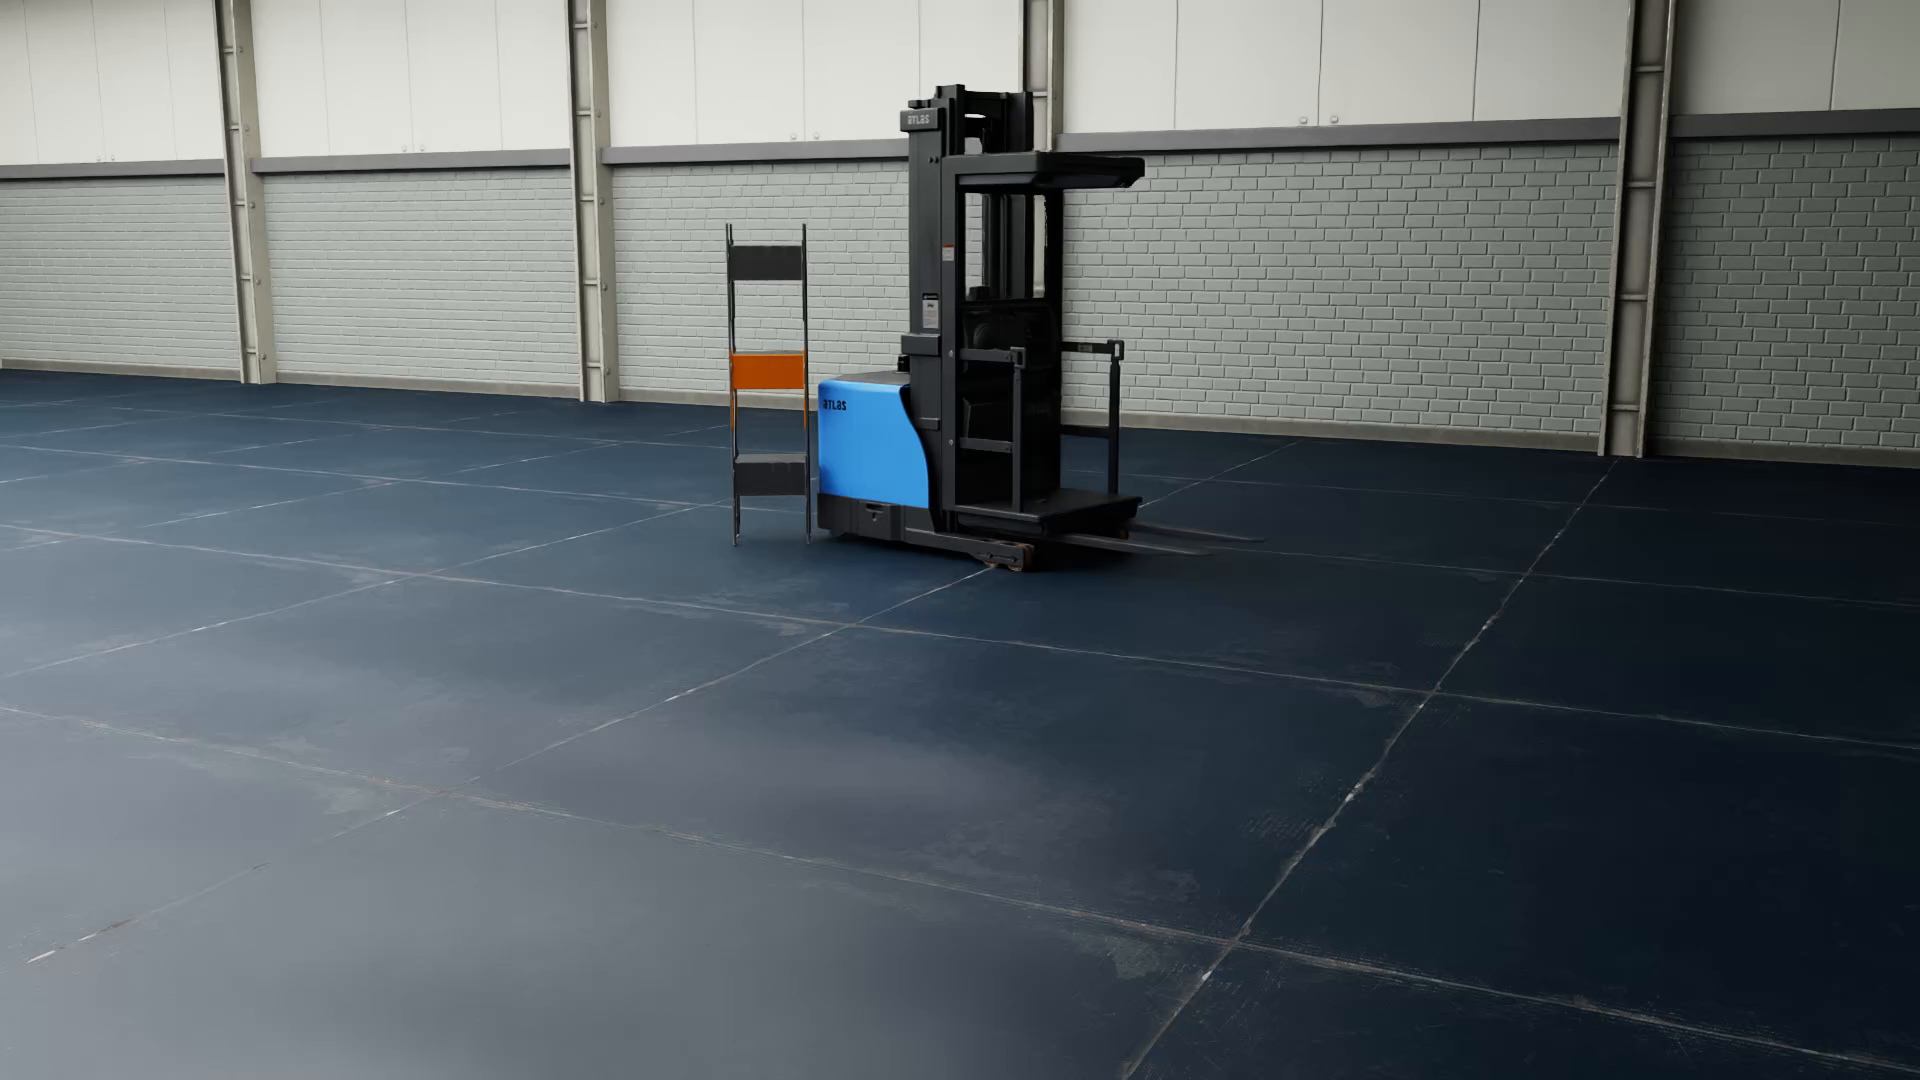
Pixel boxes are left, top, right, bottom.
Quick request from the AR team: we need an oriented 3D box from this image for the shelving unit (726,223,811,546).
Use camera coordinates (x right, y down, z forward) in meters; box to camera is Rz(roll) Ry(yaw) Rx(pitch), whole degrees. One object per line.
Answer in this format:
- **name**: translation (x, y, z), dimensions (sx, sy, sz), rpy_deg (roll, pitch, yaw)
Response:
- **shelving unit**: translation (-1.262, -1.031, 11.033), dimensions (0.503, 2.100, 0.431), rpy_deg (-1, 10, -4)

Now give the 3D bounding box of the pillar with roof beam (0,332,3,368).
- **pillar with roof beam**: translation (-17.189, -6.437, 21.526), dimensions (0.400, 9.000, 9.100), rpy_deg (5, 11, 26)

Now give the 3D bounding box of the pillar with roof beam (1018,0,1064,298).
- **pillar with roof beam**: translation (-1.047, -5.018, 13.689), dimensions (0.400, 9.000, 9.100), rpy_deg (5, 11, 26)

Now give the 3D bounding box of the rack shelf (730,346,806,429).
- **rack shelf**: translation (-1.262, -1.018, 11.036), dimensions (0.480, 0.518, 0.431), rpy_deg (-1, 10, -4)

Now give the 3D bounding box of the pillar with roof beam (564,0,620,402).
- **pillar with roof beam**: translation (-6.428, -5.491, 16.301), dimensions (0.400, 9.000, 9.100), rpy_deg (5, 11, 26)

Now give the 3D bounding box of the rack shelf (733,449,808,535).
- **rack shelf**: translation (-1.262, -0.329, 11.160), dimensions (0.480, 0.518, 0.431), rpy_deg (-1, 10, -4)

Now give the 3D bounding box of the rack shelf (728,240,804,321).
- **rack shelf**: translation (-1.262, -1.707, 10.911), dimensions (0.480, 0.518, 0.431), rpy_deg (-1, 10, -4)

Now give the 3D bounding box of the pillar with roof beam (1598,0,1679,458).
- **pillar with roof beam**: translation (4.334, -4.545, 11.077), dimensions (0.400, 9.000, 9.100), rpy_deg (5, 11, 26)

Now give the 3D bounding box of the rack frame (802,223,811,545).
- **rack frame**: translation (-1.018, -1.034, 11.049), dimensions (0.015, 2.100, 0.400), rpy_deg (-1, 10, -4)

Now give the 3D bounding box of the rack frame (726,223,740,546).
- **rack frame**: translation (-1.505, -1.029, 11.017), dimensions (0.015, 2.100, 0.400), rpy_deg (-1, 10, -4)

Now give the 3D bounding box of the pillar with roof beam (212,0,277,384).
- **pillar with roof beam**: translation (-11.809, -5.964, 18.914), dimensions (0.400, 9.000, 9.100), rpy_deg (5, 11, 26)

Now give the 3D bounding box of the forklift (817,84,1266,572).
- **forklift**: translation (0.476, -1.355, 10.485), dimensions (3.031, 2.935, 1.130), rpy_deg (9, 13, 40)
